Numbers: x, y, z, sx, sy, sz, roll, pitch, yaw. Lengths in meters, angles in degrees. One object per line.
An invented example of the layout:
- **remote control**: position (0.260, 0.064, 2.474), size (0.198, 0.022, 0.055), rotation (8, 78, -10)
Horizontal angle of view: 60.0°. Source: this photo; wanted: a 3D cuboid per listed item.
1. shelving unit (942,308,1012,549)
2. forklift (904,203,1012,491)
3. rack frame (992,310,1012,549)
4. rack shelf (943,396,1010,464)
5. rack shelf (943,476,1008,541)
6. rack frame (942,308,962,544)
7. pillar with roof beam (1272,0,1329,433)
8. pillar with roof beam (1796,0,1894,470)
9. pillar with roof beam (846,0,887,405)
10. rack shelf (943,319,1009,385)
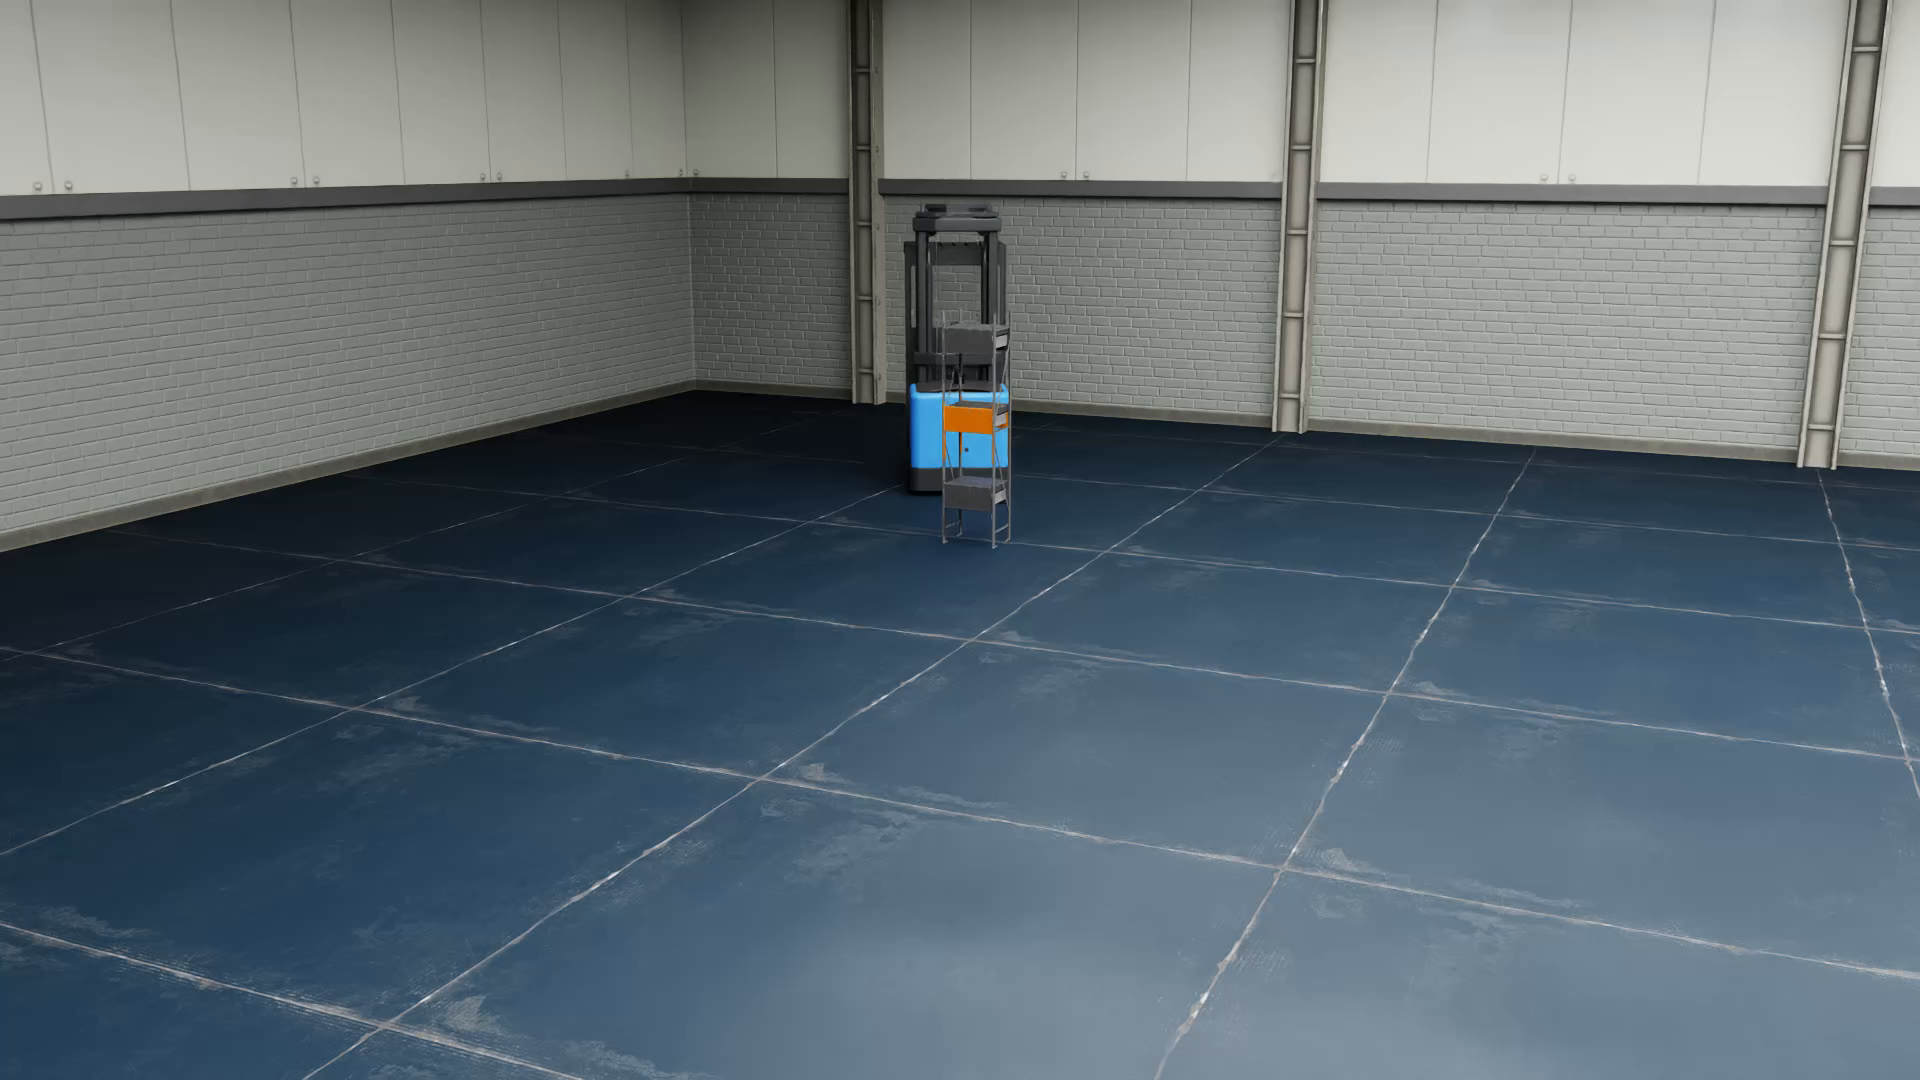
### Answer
- **shelving unit**: position (0.151, -1.007, 14.945), size (0.503, 2.100, 0.431), rotation (6, 14, 23)
- **forklift**: position (-0.061, -2.209, 18.246), size (1.130, 2.935, 3.031), rotation (-1, 13, -3)
- **rack frame**: position (0.374, -0.984, 14.849), size (0.015, 2.100, 0.400), rotation (6, 14, 23)
- **rack shelf**: position (0.151, -0.994, 14.948), size (0.480, 0.518, 0.431), rotation (6, 14, 23)
- **rack shelf**: position (0.151, -0.312, 15.108), size (0.480, 0.518, 0.431), rotation (6, 14, 23)
- **rack frame**: position (-0.072, -1.029, 15.041), size (0.015, 2.100, 0.400), rotation (6, 14, 23)
- **pillar with roof beam**: position (2.459, -4.876, 16.331), size (0.400, 9.000, 9.100), rotation (6, 14, 23)
- **pillar with roof beam**: position (7.945, -4.321, 13.965), size (0.400, 9.000, 9.100), rotation (6, 14, 23)
- **pillar with roof beam**: position (-3.027, -5.431, 18.697), size (0.400, 9.000, 9.100), rotation (6, 14, 23)
- **rack shelf**: position (0.151, -1.675, 14.788), size (0.480, 0.518, 0.431), rotation (6, 14, 23)
